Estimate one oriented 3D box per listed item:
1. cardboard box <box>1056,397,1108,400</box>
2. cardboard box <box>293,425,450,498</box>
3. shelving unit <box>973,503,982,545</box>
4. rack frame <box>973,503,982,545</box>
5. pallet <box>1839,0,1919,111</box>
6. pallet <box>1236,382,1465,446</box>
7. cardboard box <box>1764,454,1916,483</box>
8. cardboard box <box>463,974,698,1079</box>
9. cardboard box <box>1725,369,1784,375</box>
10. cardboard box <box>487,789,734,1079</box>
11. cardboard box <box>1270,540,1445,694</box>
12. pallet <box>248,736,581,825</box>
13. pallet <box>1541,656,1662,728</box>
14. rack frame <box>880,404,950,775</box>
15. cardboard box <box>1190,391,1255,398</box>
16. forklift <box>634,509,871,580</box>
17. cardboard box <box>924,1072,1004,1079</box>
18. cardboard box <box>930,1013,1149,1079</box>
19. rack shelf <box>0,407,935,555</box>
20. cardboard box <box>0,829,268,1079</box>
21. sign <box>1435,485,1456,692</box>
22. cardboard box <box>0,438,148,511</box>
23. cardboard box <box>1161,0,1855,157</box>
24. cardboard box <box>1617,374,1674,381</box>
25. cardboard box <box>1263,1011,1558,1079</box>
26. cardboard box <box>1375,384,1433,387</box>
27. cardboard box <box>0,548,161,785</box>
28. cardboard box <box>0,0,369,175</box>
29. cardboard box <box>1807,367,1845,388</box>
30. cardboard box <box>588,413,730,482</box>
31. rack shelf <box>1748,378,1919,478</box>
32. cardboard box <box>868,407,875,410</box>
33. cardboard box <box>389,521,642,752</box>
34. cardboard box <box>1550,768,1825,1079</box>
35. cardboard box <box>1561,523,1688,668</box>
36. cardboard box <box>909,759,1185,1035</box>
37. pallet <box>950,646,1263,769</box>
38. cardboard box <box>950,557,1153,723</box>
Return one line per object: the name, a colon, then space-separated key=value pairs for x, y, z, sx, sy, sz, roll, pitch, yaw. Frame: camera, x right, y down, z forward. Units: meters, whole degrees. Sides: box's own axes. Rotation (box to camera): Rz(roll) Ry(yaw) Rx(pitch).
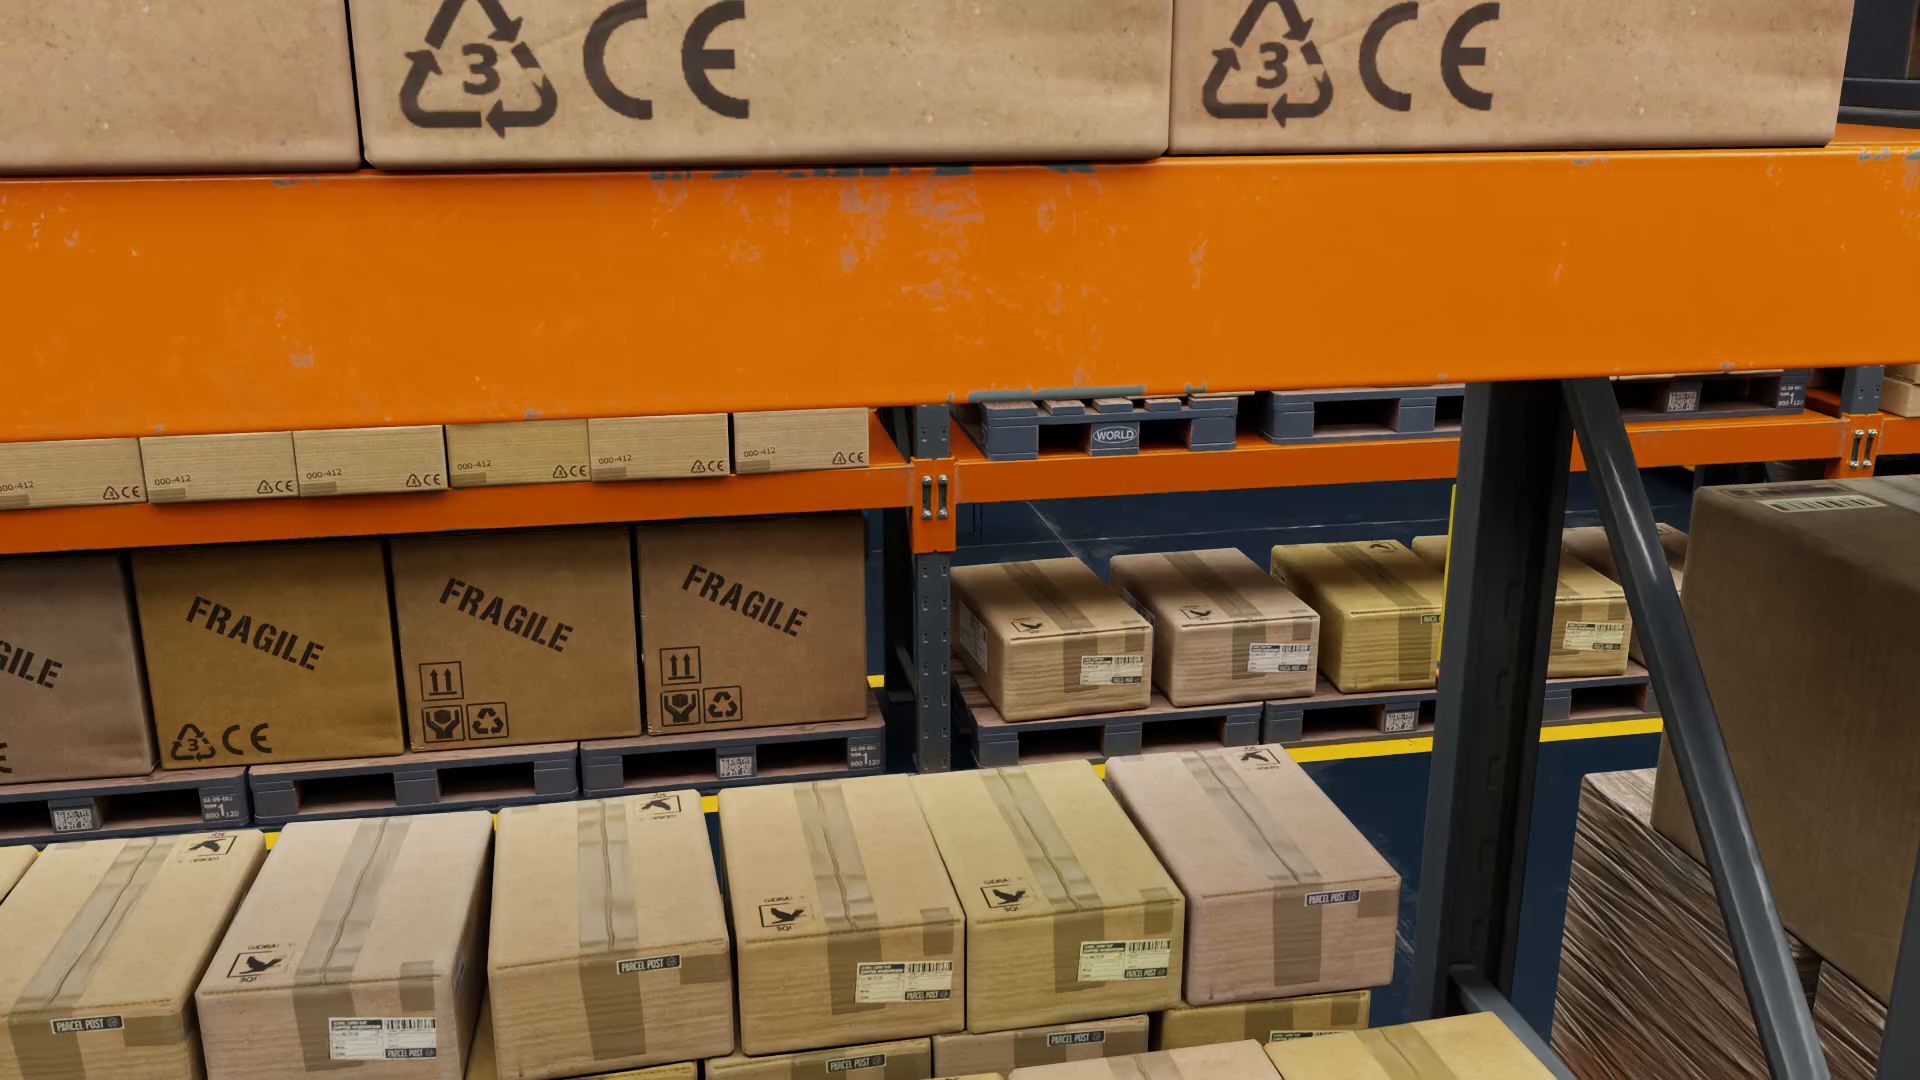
cardboard box: x=0.445 y=-0.672 z=6.602 sx=0.250 sy=0.149 sz=0.380 roll=-4 pitch=18 yaw=-14
cardboard box: x=-2.132 y=-0.353 z=6.107 sx=0.500 sy=0.250 sz=0.500 roll=-4 pitch=17 yaw=-11
shelving unit: x=0.014 y=-0.574 z=9.638 sx=0.189 sy=1.200 sz=0.258 roll=-3 pitch=17 yaw=-10
rack frame: x=0.104 y=-0.579 z=9.655 sx=0.006 sy=1.200 sz=0.240 roll=-3 pitch=17 yaw=-10
pallet: x=1.467 y=-0.594 z=1.849 sx=1.003 sy=0.211 sz=1.213 roll=-2 pitch=17 yaw=-8
pallet: x=1.742 y=-0.651 z=7.148 sx=1.213 sy=0.211 sz=1.003 roll=-3 pitch=17 yaw=-10
cardboard box: x=4.264 y=-0.198 z=8.039 sx=0.500 sy=0.500 sz=0.500 roll=-3 pitch=17 yaw=-11
cardboard box: x=-0.443 y=0.593 z=1.979 sx=0.250 sy=0.149 sz=0.380 roll=-3 pitch=17 yaw=-10
cardboard box: x=3.281 y=-0.816 z=7.071 sx=0.250 sy=0.149 sz=0.380 roll=-3 pitch=17 yaw=-10
cardboard box: x=-0.411 y=0.449 z=1.942 sx=0.250 sy=0.149 sz=0.380 roll=-4 pitch=18 yaw=-13
cardboard box: x=1.832 y=0.322 z=7.414 sx=0.625 sy=0.372 sz=0.950 roll=-3 pitch=17 yaw=-9
pallet: x=-2.177 y=0.802 z=6.842 sx=1.213 sy=0.211 sz=1.003 roll=-3 pitch=17 yaw=-10
pallet: x=2.970 y=0.534 z=7.715 sx=1.213 sy=0.211 sz=1.003 roll=-3 pitch=17 yaw=-10
rack frame: x=-0.193 y=-0.620 z=6.723 sx=0.127 sy=3.000 sz=1.000 roll=-3 pitch=17 yaw=-10
cardboard box: x=0.996 y=-0.683 z=6.639 sx=0.250 sy=0.149 sz=0.380 roll=-3 pitch=17 yaw=-10
forklift: x=-2.070 y=-1.263 z=8.933 sx=3.031 sy=2.935 sz=1.130 roll=-4 pitch=17 yaw=-12
cardboard box: x=-0.054 y=0.623 z=1.373 sx=0.250 sy=0.149 sz=0.380 roll=-3 pitch=17 yaw=-9
cardboard box: x=0.066 y=0.563 z=2.076 sx=0.250 sy=0.149 sz=0.380 roll=-2 pitch=17 yaw=-8
rack shelf: x=-2.157 y=-0.165 z=6.466 sx=4.000 sy=0.370 sz=1.077 roll=-3 pitch=17 yaw=-10
cardboard box: x=-0.936 y=0.479 z=1.841 sx=0.250 sy=0.149 sz=0.380 roll=-3 pitch=17 yaw=-9
sign: x=0.736 y=0.088 z=2.446 sx=0.005 sy=0.325 sz=0.100 roll=-3 pitch=17 yaw=-10
cardboard box: x=-3.131 y=-0.304 z=5.947 sx=0.500 sy=0.250 sz=0.500 roll=-4 pitch=17 yaw=-12
cardboard box: x=0.332 y=-0.576 z=1.298 sx=0.500 sy=0.500 sz=0.500 roll=-3 pitch=17 yaw=-10
cardboard box: x=2.772 y=-0.781 z=6.959 sx=0.250 sy=0.149 sz=0.380 roll=-4 pitch=17 yaw=-11
cardboard box: x=0.451 y=0.595 z=1.464 sx=0.250 sy=0.149 sz=0.380 roll=-4 pitch=18 yaw=-13
cardboard box: x=1.757 y=-0.742 z=6.830 sx=0.250 sy=0.149 sz=0.380 roll=-3 pitch=17 yaw=-9
cardboard box: x=-3.527 y=0.360 z=6.435 sx=0.875 sy=0.875 sz=0.875 roll=-3 pitch=17 yaw=-9
cardboard box: x=-0.648 y=-0.517 z=1.108 sx=0.500 sy=0.500 sz=0.500 roll=-3 pitch=17 yaw=-10
cardboard box: x=3.992 y=-0.829 z=7.829 sx=0.250 sy=0.149 sz=0.380 roll=-3 pitch=17 yaw=-11
cardboard box: x=-1.139 y=-0.413 z=6.302 sx=0.500 sy=0.250 sz=0.500 roll=-3 pitch=17 yaw=-9
rack shelf: x=5.698 y=-0.611 z=7.916 sx=4.000 sy=0.370 sz=1.077 roll=-3 pitch=17 yaw=-10
cardboard box: x=-0.524 y=-1.147 z=11.768 sx=0.625 sy=0.625 sz=0.875 roll=-3 pitch=17 yaw=-9
cardboard box: x=-1.764 y=0.258 z=6.768 sx=0.875 sy=0.875 sz=0.875 roll=-3 pitch=17 yaw=-10
cardboard box: x=1.236 y=0.651 z=2.414 sx=0.500 sy=0.500 sz=0.500 roll=-3 pitch=17 yaw=-10
cardboard box: x=3.219 y=0.242 z=7.675 sx=0.625 sy=0.372 sz=0.950 roll=-3 pitch=17 yaw=-10
cardboard box: x=0.091 y=0.422 z=2.030 sx=0.250 sy=0.149 sz=0.380 roll=-4 pitch=17 yaw=-12
pallet: x=0.574 y=0.669 z=7.273 sx=1.213 sy=0.211 sz=1.003 roll=-3 pitch=17 yaw=-10
cardboard box: x=0.363 y=0.406 z=7.140 sx=0.625 sy=0.372 sz=0.950 roll=-4 pitch=18 yaw=-14
